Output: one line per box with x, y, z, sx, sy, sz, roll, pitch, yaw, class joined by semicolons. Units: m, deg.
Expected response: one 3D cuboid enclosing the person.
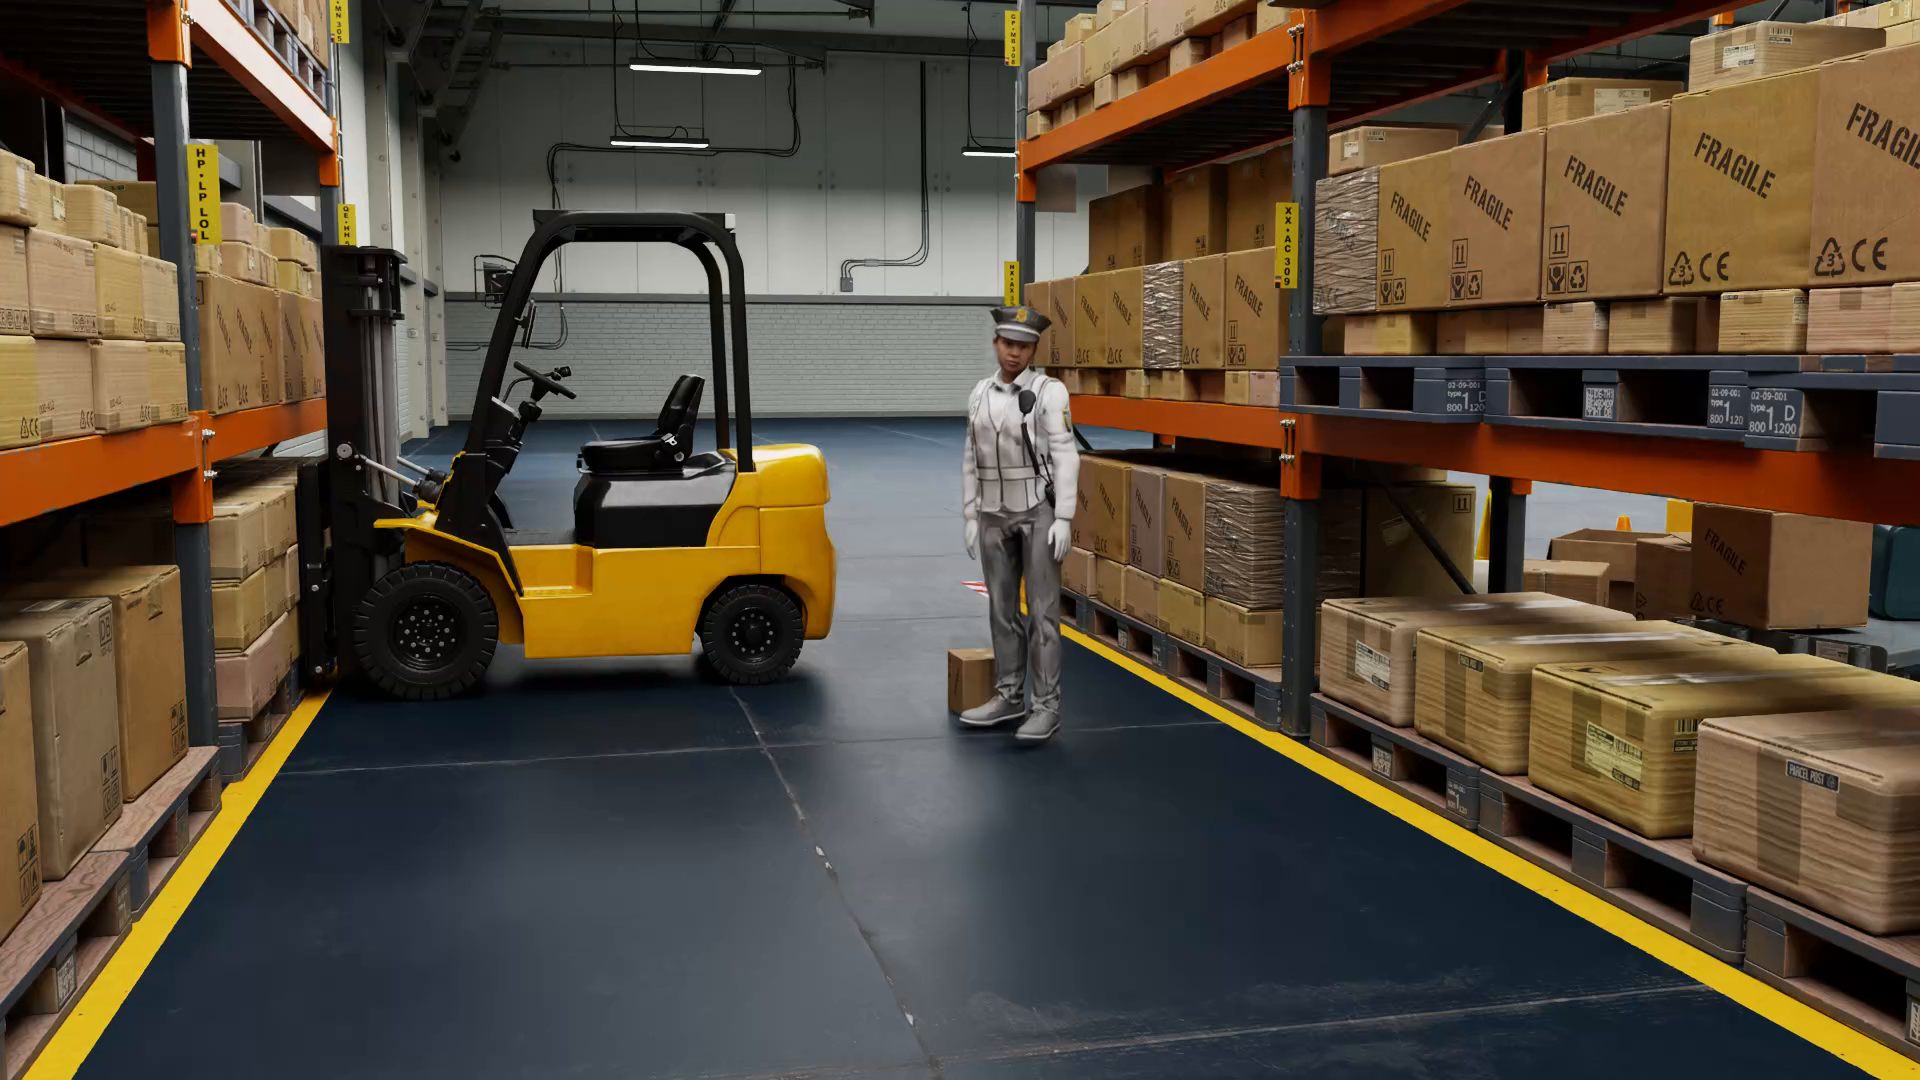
0.222;-0.071;6.546;0.528;1.679;0.405;4;8;35;person
